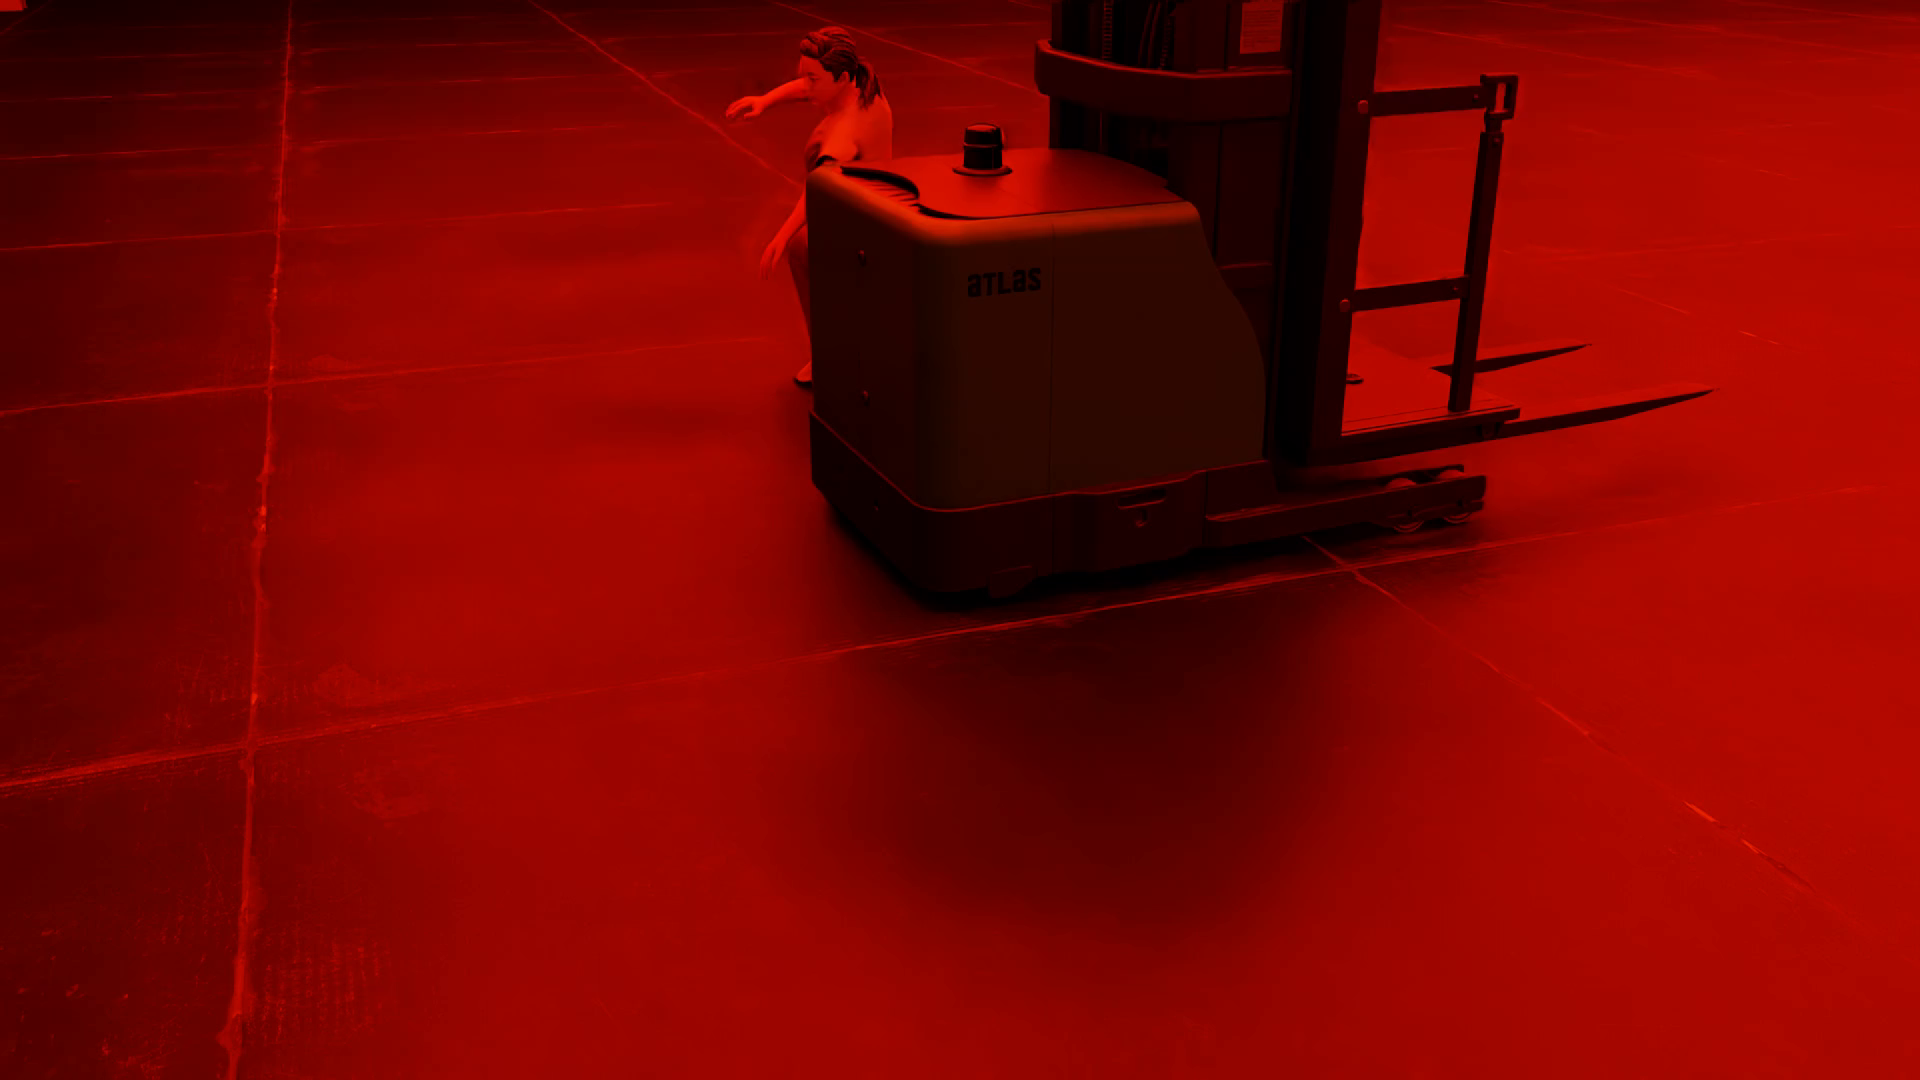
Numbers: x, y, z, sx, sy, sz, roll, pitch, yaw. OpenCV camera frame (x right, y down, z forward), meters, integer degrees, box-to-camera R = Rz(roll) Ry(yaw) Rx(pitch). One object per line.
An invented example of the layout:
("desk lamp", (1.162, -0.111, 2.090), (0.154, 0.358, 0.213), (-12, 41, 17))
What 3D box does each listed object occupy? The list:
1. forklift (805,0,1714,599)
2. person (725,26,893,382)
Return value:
("forklift", (1.087, -1.550, 4.984), (3.031, 2.935, 1.130), (-10, 25, -22))
("person", (-0.523, -1.096, 5.920), (0.723, 1.415, 0.959), (-13, 26, -29))
